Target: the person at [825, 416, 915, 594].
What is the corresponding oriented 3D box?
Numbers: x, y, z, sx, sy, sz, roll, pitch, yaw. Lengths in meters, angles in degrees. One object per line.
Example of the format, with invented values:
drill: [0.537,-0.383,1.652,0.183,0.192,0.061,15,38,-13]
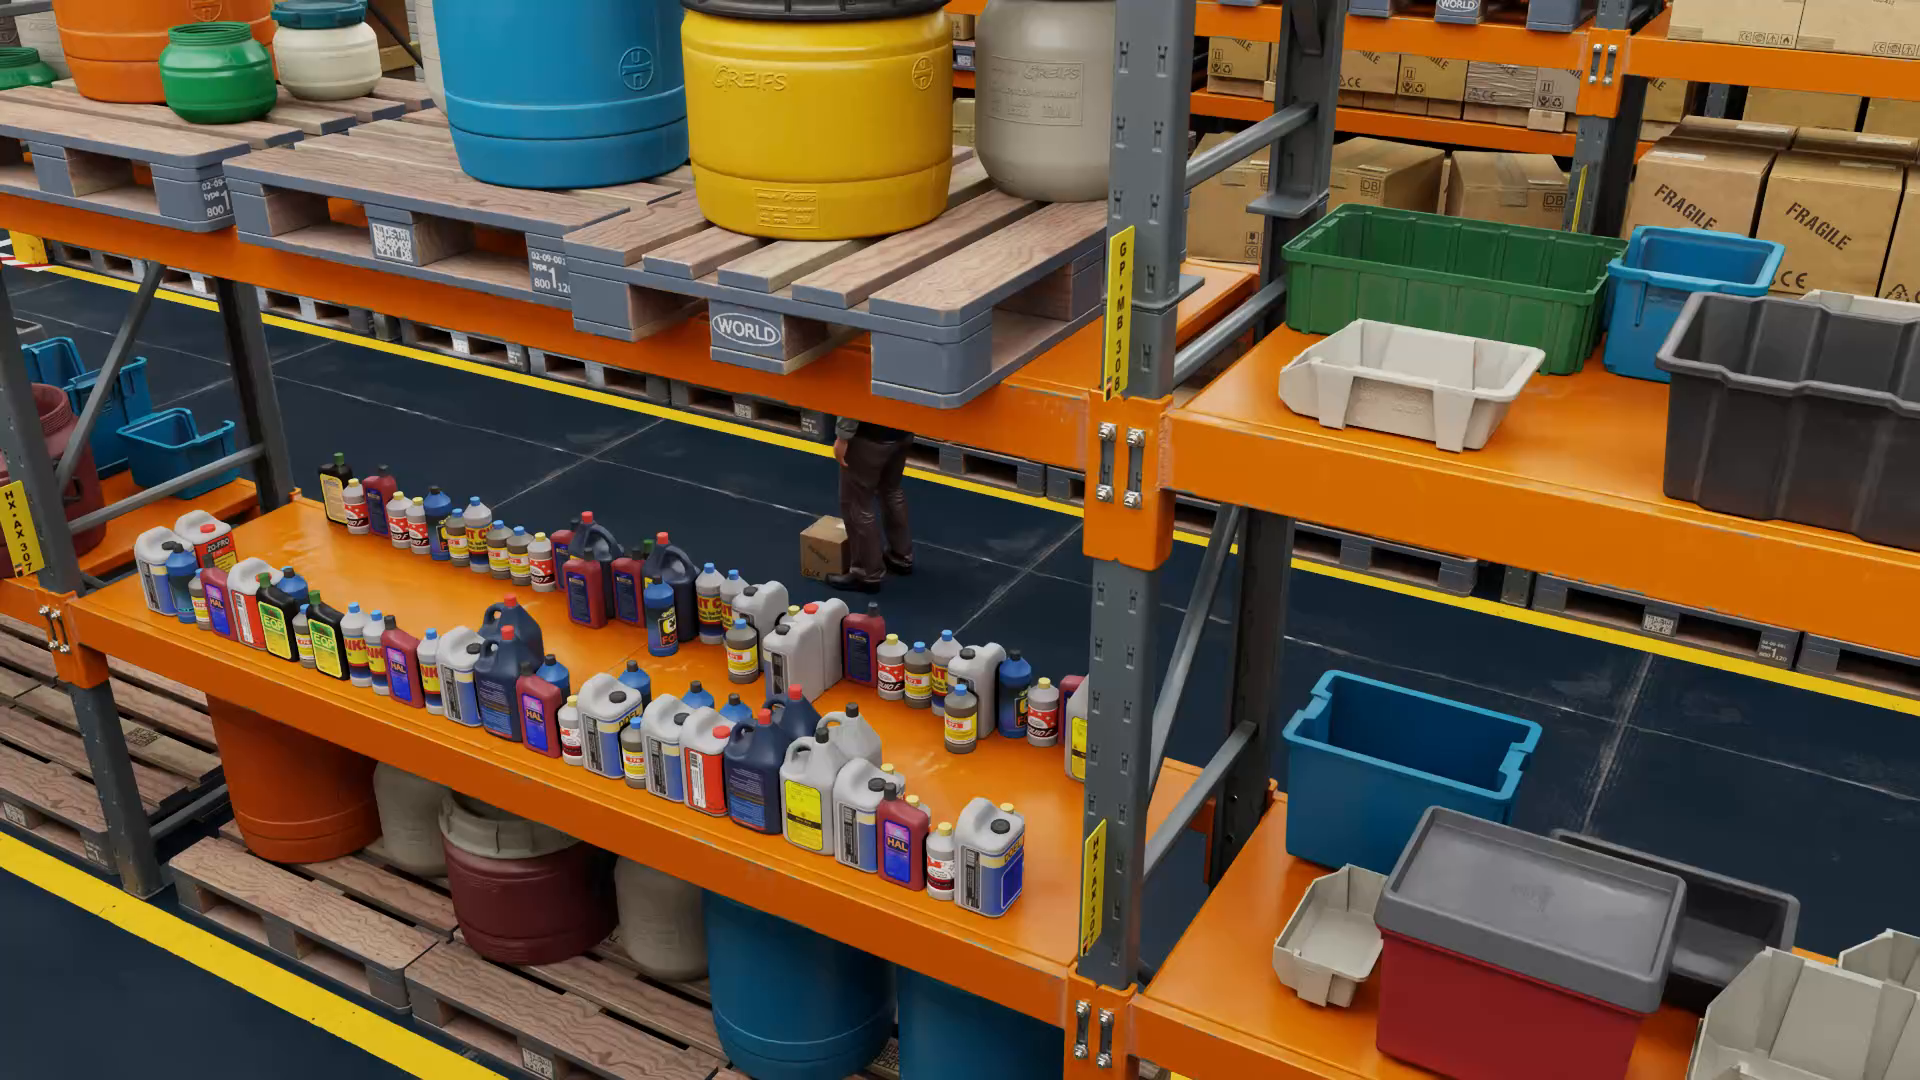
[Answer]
person: [-0.428,-0.555,8.260,0.463,1.721,0.581,14,30,26]
